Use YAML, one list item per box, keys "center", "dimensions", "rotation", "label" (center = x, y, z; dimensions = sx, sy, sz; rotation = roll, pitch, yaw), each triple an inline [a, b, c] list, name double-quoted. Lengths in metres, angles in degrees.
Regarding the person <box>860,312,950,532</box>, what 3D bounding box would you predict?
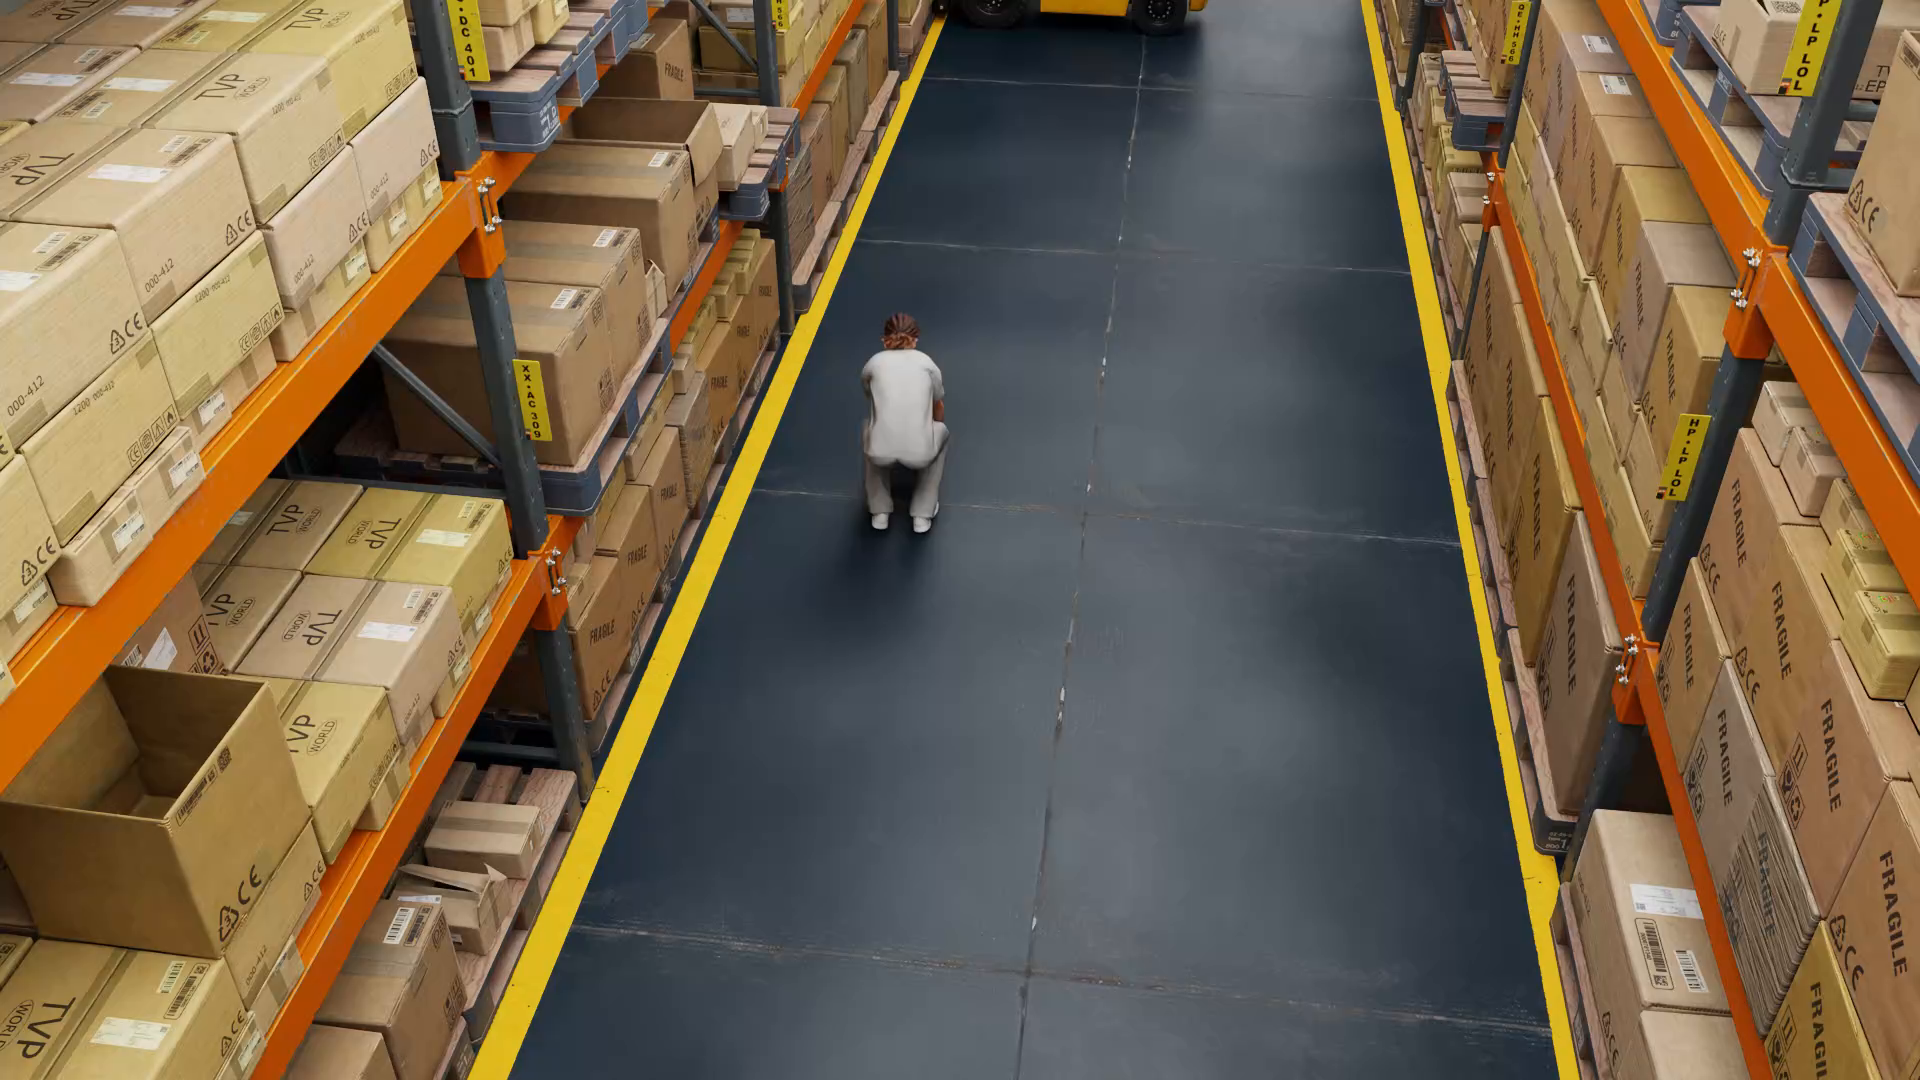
- center: [-0.288, -0.581, 8.458]
  dimensions: [0.466, 0.939, 0.829]
  rotation: [3, 36, 3]
  label: "person"
